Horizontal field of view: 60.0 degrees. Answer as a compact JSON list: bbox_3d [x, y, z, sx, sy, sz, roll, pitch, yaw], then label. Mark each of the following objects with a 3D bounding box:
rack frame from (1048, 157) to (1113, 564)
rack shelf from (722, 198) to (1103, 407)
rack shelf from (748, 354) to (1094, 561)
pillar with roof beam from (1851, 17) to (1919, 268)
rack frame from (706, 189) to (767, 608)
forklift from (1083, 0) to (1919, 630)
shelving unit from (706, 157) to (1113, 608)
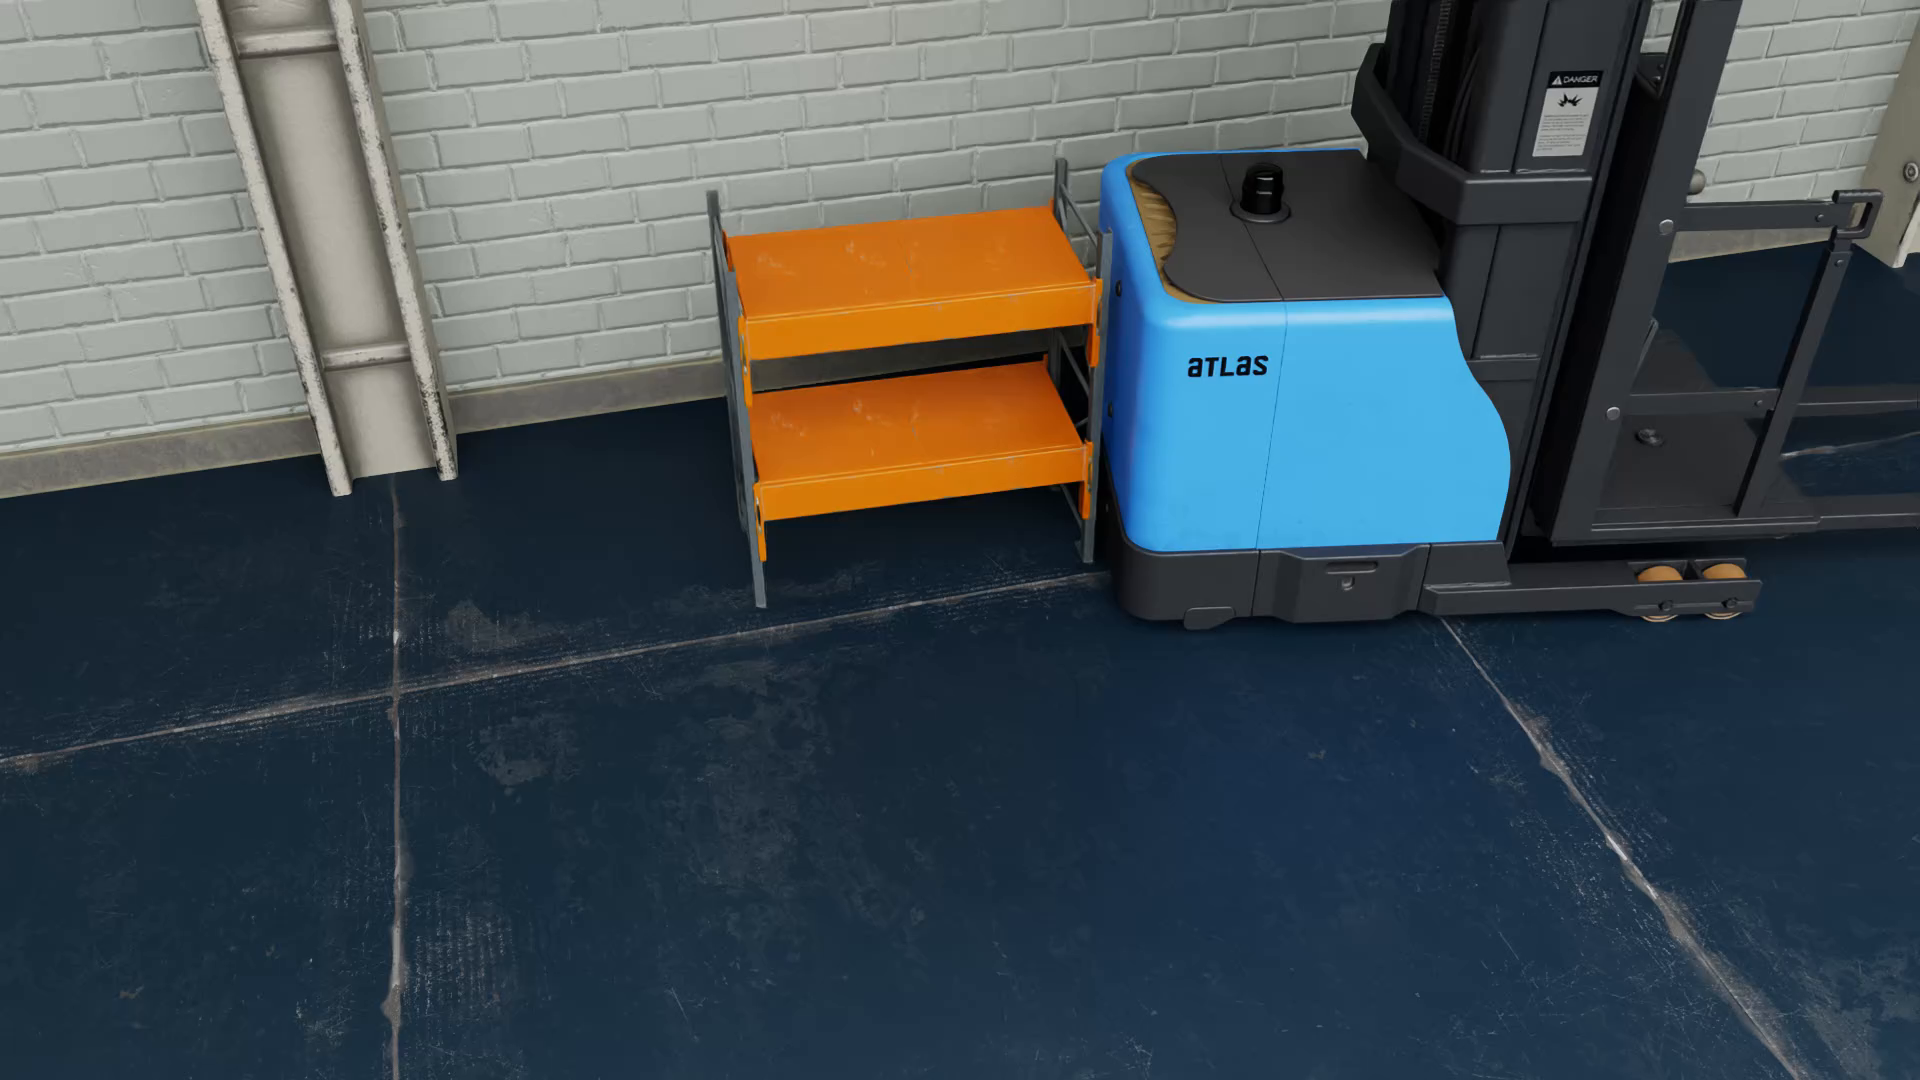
[{"bbox_3d":[0.346,-0.523,5.008,0.032,1.125,0.500,-8,38,-10],"label":"rack frame"},{"bbox_3d":[-0.151,-0.690,4.745,1.000,0.278,0.538,-8,38,-10],"label":"rack shelf"},{"bbox_3d":[-0.151,-0.264,5.071,1.000,0.278,0.538,-8,38,-10],"label":"rack shelf"},{"bbox_3d":[5.017,-2.263,0.802,0.400,9.000,9.100,-9,38,-12],"label":"pillar with roof beam"},{"bbox_3d":[-0.648,-0.392,4.837,0.032,1.125,0.500,-8,38,-10],"label":"rack frame"},{"bbox_3d":[1.949,-1.242,4.462,3.031,2.935,1.130,-2,37,-3],"label":"forklift"},{"bbox_3d":[-0.151,-0.458,4.923,1.048,1.125,0.538,-8,38,-10],"label":"shelving unit"}]
